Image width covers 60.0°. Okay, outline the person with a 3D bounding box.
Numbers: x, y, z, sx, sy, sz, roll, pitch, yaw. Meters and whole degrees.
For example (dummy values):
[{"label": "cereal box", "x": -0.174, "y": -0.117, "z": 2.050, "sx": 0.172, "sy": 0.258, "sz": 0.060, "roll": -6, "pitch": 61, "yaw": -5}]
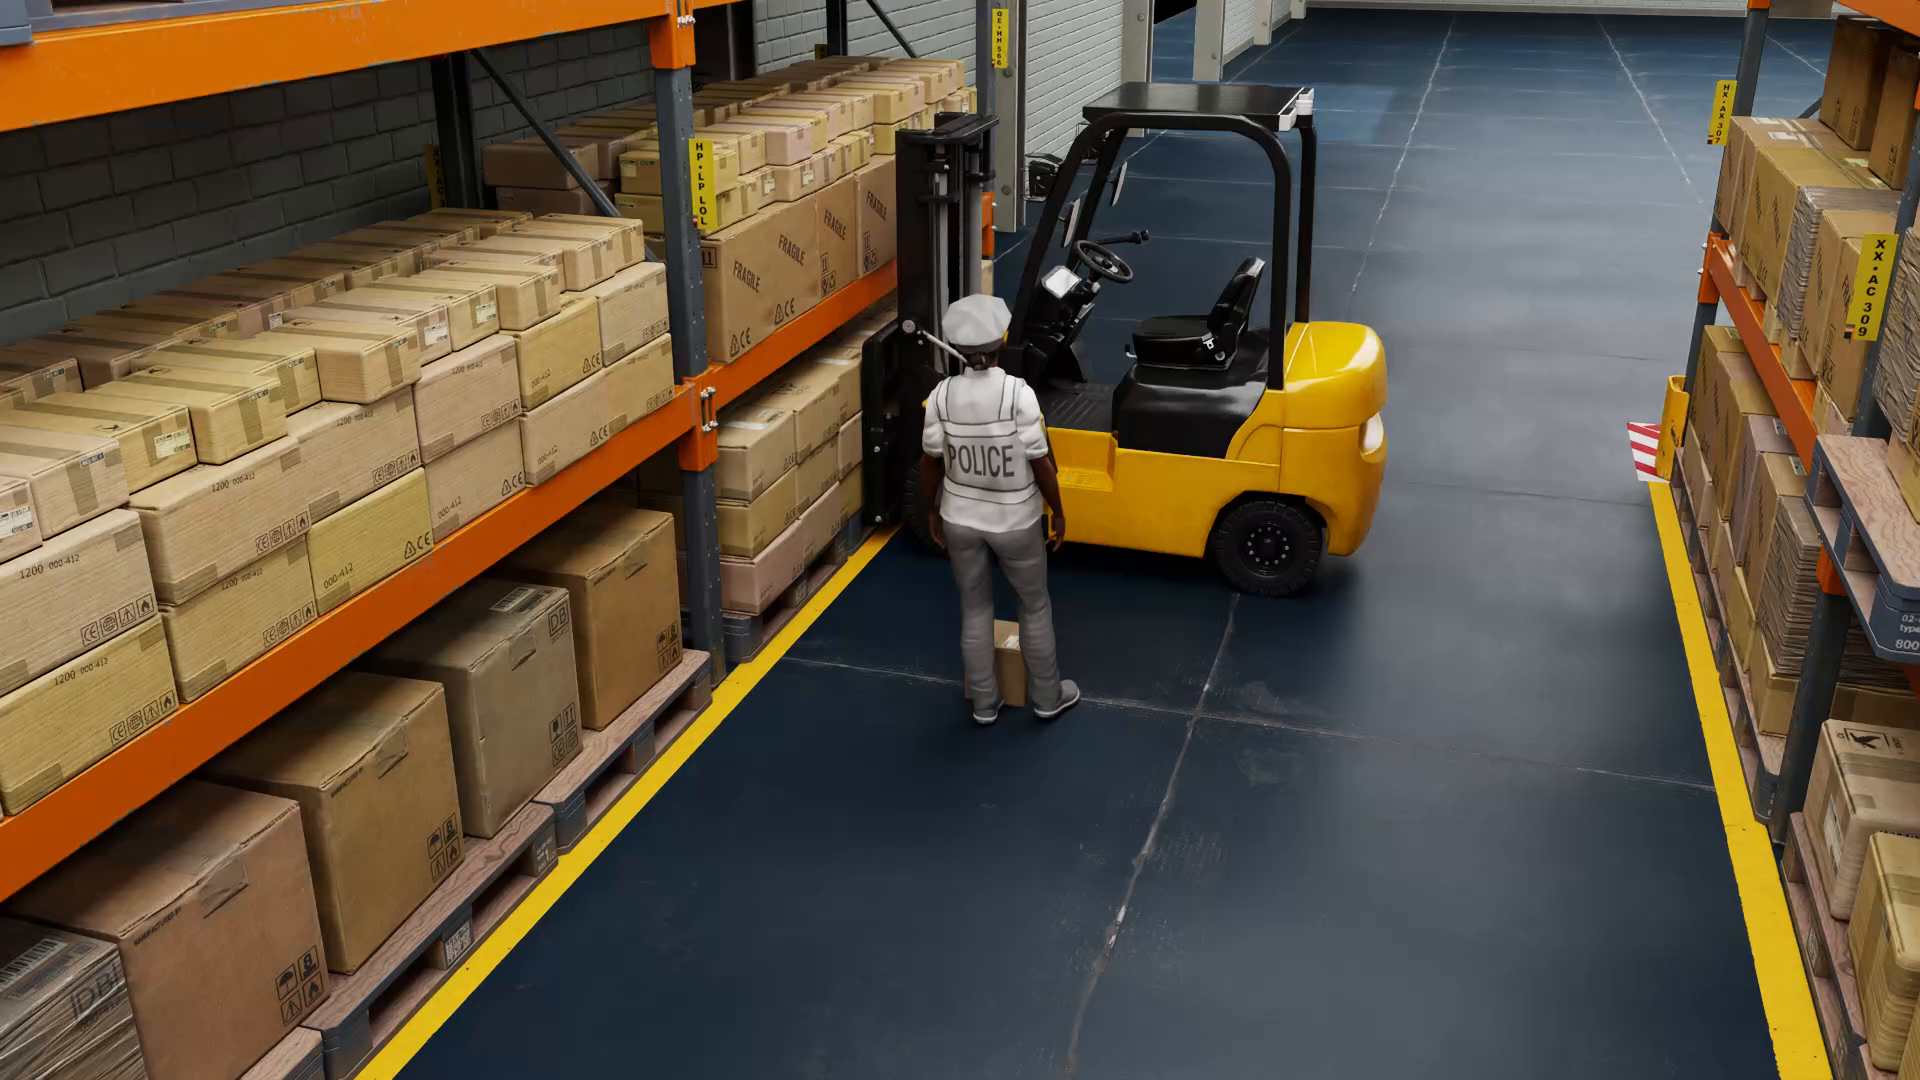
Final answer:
[{"label": "person", "x": 0.153, "y": -0.103, "z": 6.278, "sx": 0.569, "sy": 1.693, "sz": 0.529, "roll": 7, "pitch": 23, "yaw": 16}]
